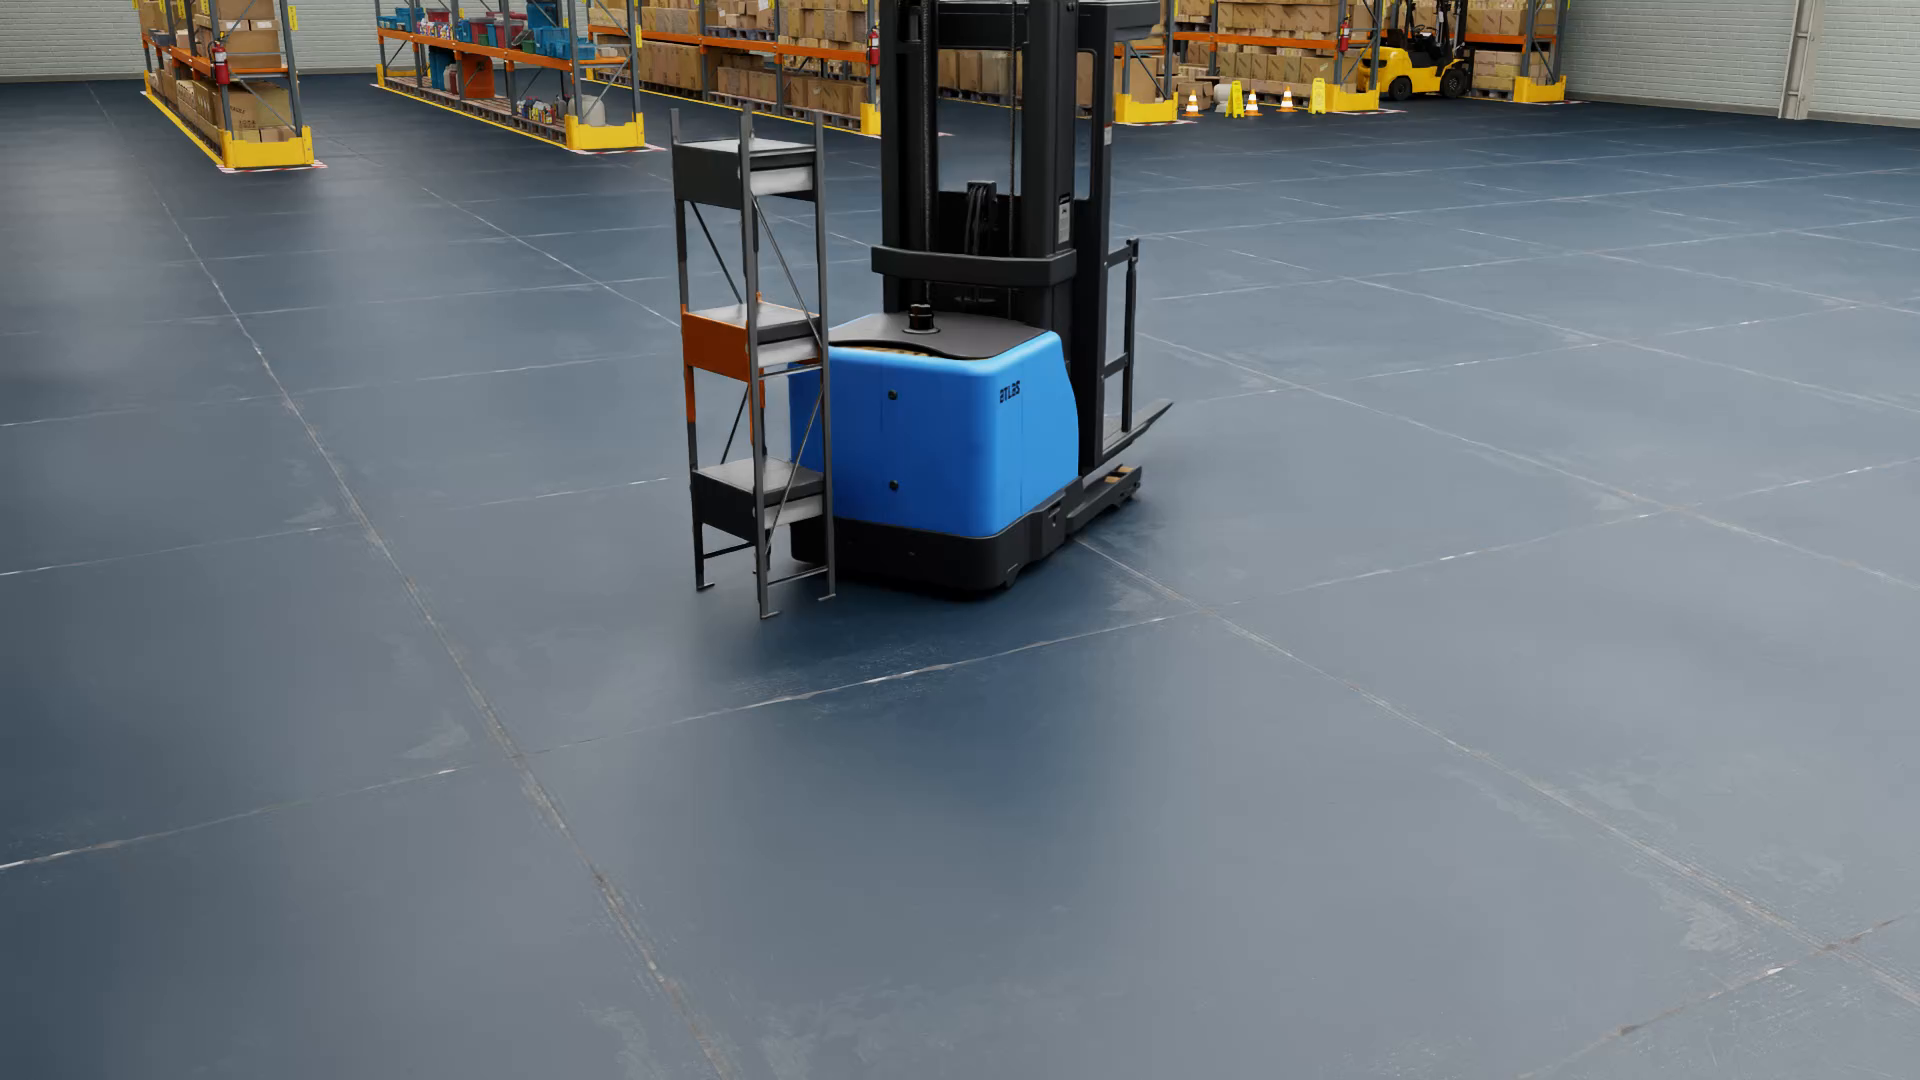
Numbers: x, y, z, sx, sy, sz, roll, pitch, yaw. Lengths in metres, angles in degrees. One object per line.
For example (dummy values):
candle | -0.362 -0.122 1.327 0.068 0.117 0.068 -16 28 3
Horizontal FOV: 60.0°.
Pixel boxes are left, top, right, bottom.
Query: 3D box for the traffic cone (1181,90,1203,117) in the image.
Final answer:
traffic cone | 4.357 -8.178 31.121 0.336 0.463 0.334 -10 21 -27

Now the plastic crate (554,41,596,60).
plastic crate | -5.913 -7.525 25.569 0.499 0.251 0.616 -10 21 -27

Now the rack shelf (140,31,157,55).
rack shelf | -16.422 -10.411 34.806 1.077 0.370 4.000 -10 21 -27

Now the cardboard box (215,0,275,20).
cardboard box | -10.009 -7.544 23.252 0.700 0.500 0.500 -10 21 -26

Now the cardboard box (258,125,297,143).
cardboard box | -9.832 -5.819 23.968 0.500 0.250 0.500 -10 21 -27

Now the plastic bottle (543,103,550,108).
plastic bottle | -6.884 -7.125 27.681 0.152 0.276 0.135 -10 21 -27

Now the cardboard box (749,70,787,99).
cardboard box | -3.702 -8.920 32.540 0.700 0.500 0.500 -12 22 -31

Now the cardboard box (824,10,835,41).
cardboard box | -1.833 -8.890 28.688 0.875 0.500 0.500 -10 21 -27

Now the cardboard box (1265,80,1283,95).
cardboard box | 6.555 -9.189 33.733 0.500 0.250 0.500 -11 22 -29

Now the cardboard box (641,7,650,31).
cardboard box | -6.753 -11.587 36.958 0.500 0.500 0.500 -10 21 -26

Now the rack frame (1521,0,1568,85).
rack frame | 12.034 -10.570 34.165 1.000 3.000 0.127 -10 21 -27

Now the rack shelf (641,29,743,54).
rack shelf | -5.802 -10.796 35.922 1.077 0.370 4.000 -10 21 -27

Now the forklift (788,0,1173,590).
forklift | 0.307 -1.605 8.290 1.130 2.935 3.031 9 21 24

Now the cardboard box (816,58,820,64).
cardboard box | -3.331 -11.869 41.201 0.380 0.149 0.250 -11 22 -29

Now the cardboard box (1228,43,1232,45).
cardboard box | 7.101 -12.756 42.694 0.380 0.149 0.250 -10 21 -26

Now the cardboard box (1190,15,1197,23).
cardboard box | 5.171 -11.212 35.766 0.380 0.149 0.250 -11 22 -28

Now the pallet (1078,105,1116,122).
pallet | 2.911 -7.904 30.713 1.003 0.211 1.213 -10 21 -27

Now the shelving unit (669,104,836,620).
shelving unit | -0.872 -0.755 7.099 0.431 2.100 0.503 -17 25 -40

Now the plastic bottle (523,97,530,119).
plastic bottle | -7.294 -7.306 28.093 0.144 0.351 0.185 -9 21 -25

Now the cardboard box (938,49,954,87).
cardboard box | -0.229 -10.247 36.035 1.050 0.750 0.750 -10 22 -27

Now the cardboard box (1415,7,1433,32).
cardboard box | 10.378 -11.451 36.565 0.500 0.500 0.500 -10 21 -26

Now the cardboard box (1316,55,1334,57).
cardboard box | 7.264 -9.484 33.440 0.500 0.500 0.500 -11 22 -29

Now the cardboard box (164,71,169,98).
cardboard box | -15.193 -8.875 32.410 0.500 0.500 0.500 -10 21 -26

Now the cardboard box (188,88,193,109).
cardboard box | -12.370 -7.264 27.296 0.500 0.311 0.500 -9 21 -25

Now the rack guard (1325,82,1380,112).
rack guard | 7.632 -8.640 32.405 1.175 0.500 0.348 -10 21 -27

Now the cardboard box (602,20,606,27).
cardboard box | -8.284 -12.292 39.540 0.380 0.149 0.250 -10 22 -28

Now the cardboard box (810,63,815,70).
cardboard box | -3.525 -11.806 41.475 0.380 0.149 0.250 -10 21 -27

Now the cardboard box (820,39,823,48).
cardboard box | -2.233 -8.693 29.111 0.380 0.149 0.250 -10 21 -27

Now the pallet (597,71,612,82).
pallet | -8.203 -11.323 40.621 1.003 0.211 1.213 -10 21 -27

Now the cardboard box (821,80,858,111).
cardboard box | -2.156 -7.980 29.848 0.500 0.500 0.500 -12 22 -31

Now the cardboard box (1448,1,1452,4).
cardboard box | 10.637 -11.568 35.910 0.380 0.149 0.250 -11 22 -28

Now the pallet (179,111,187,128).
pallet | -13.216 -7.468 29.450 1.003 0.211 1.213 -10 21 -27

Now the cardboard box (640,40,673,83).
cardboard box | -6.430 -10.724 37.223 1.225 0.875 0.875 -10 21 -26

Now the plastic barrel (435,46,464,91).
plastic barrel | -10.531 -9.787 34.470 0.600 0.901 0.708 -10 21 -27

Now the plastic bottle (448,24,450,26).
plastic bottle | -10.740 -10.761 35.024 0.097 0.201 0.097 0 19 0

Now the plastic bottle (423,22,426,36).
plastic bottle | -11.022 -10.548 34.297 0.097 0.271 0.097 0 19 0

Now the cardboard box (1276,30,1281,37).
cardboard box | 6.593 -10.198 33.471 0.380 0.149 0.250 -10 21 -27

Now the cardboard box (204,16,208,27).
cardboard box | -10.977 -7.683 24.650 0.380 0.149 0.250 -10 21 -27

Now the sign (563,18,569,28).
sign | -6.822 -8.859 28.783 0.100 0.325 0.005 -10 21 -27

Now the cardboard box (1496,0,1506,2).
cardboard box | 11.386 -11.272 34.595 0.380 0.149 0.250 -9 21 -25

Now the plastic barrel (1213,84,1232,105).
plastic barrel | 5.355 -8.941 33.393 0.512 0.421 0.421 4 19 11

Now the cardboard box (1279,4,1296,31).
cardboard box | 6.699 -10.390 33.034 0.500 0.500 0.500 -10 21 -27

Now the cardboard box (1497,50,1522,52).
cardboard box | 11.732 -10.252 35.281 0.500 0.250 0.500 -10 21 -27

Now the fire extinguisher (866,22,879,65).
fire extinguisher | -1.405 -8.124 27.196 0.296 0.674 0.183 -10 21 -27

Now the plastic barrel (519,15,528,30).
plastic barrel | -7.573 -9.019 29.462 0.433 0.535 0.433 0 19 0

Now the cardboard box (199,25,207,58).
cardboard box | -11.457 -7.801 25.987 0.700 0.500 0.500 -11 22 -28

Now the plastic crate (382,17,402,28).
plastic crate | -12.870 -11.730 37.690 0.416 0.233 0.300 -10 21 -27

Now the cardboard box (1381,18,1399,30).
cardboard box | 9.666 -11.752 37.819 0.500 0.250 0.500 -9 21 -25

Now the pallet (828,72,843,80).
pallet | -2.689 -11.318 40.609 1.003 0.211 1.213 -10 21 -27

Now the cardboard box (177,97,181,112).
cardboard box | -13.582 -7.731 29.510 0.500 0.250 0.500 -10 21 -27

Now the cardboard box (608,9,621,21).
cardboard box | -7.920 -12.306 38.971 0.500 0.250 0.500 -10 22 -28

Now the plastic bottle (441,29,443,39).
plastic bottle | -10.205 -10.021 32.877 0.097 0.201 0.097 0 19 0

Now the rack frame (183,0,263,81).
rack frame | -11.673 -7.880 26.370 1.000 3.000 0.127 -10 21 -27
